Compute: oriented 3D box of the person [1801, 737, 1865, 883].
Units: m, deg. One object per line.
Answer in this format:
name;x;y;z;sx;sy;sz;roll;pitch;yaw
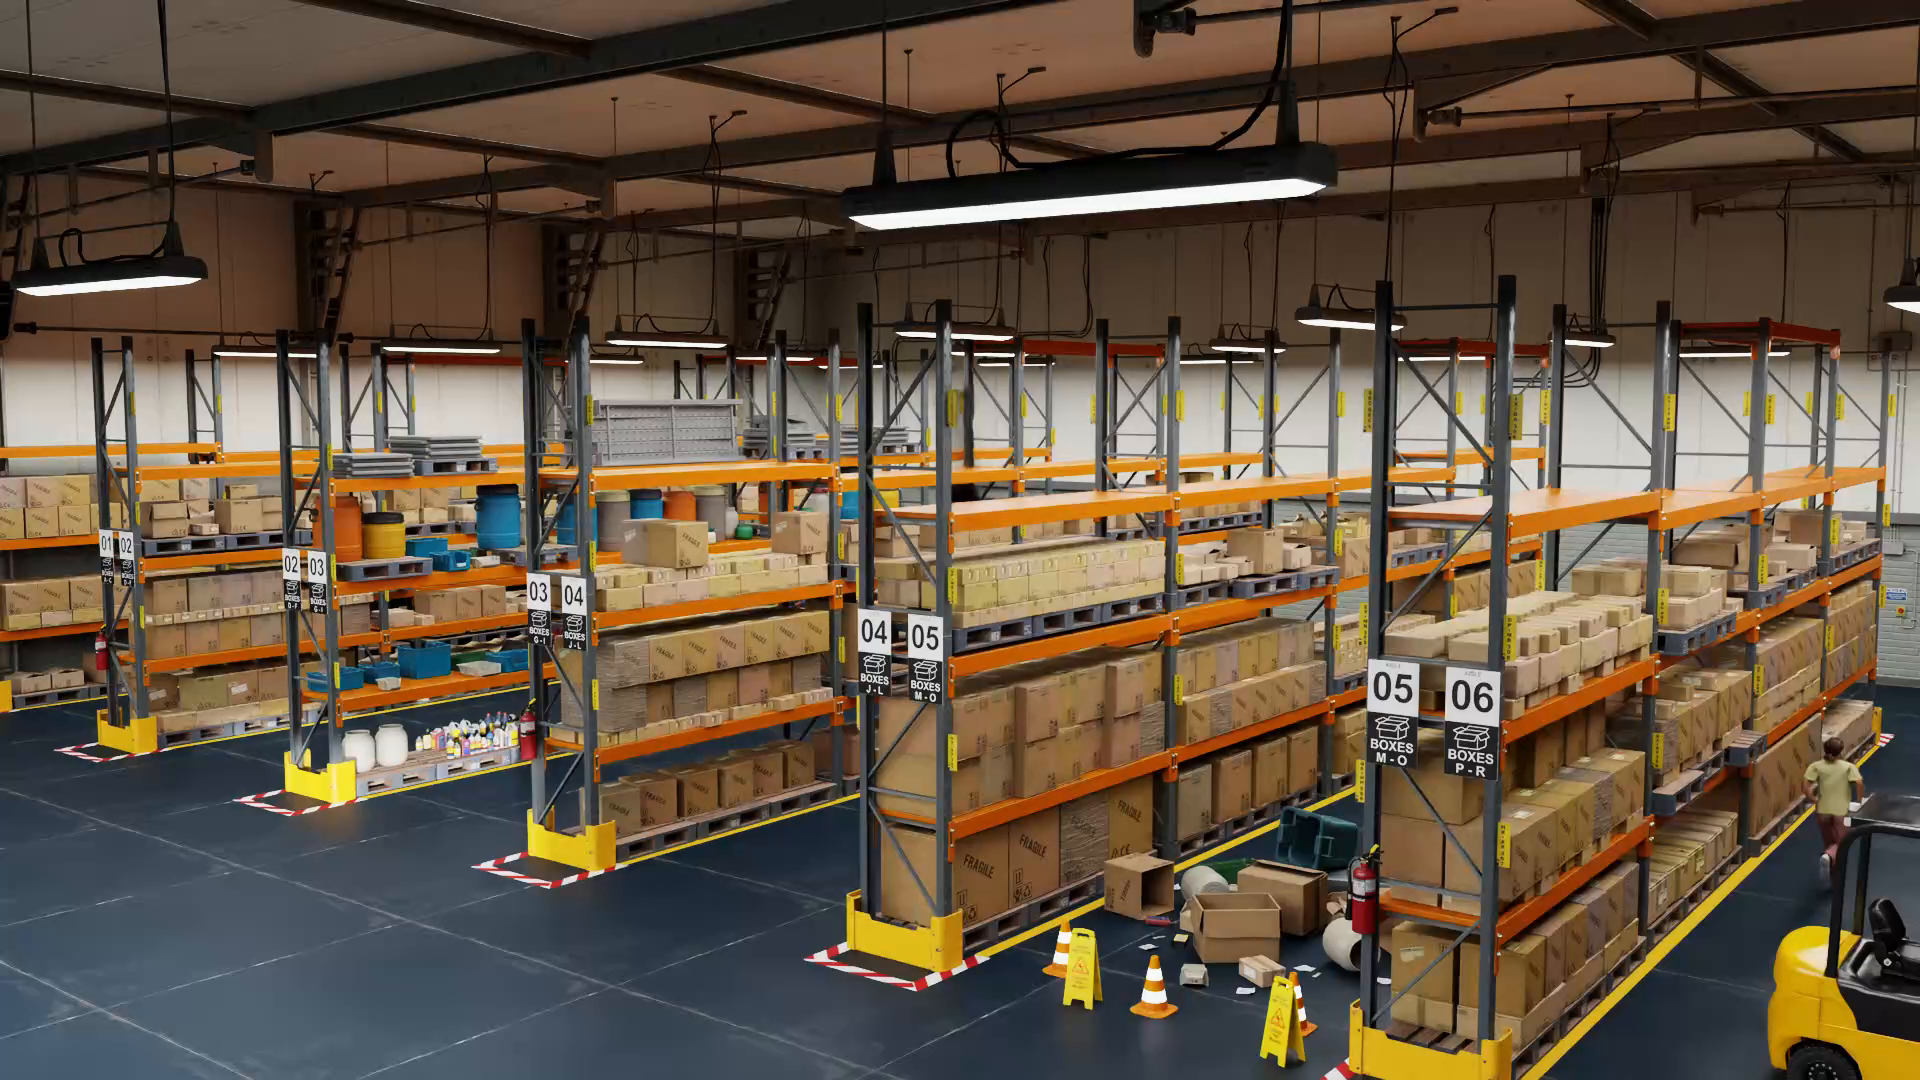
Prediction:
person;9.017;2.883;17.219;0.593;1.645;0.824;4;6;38
